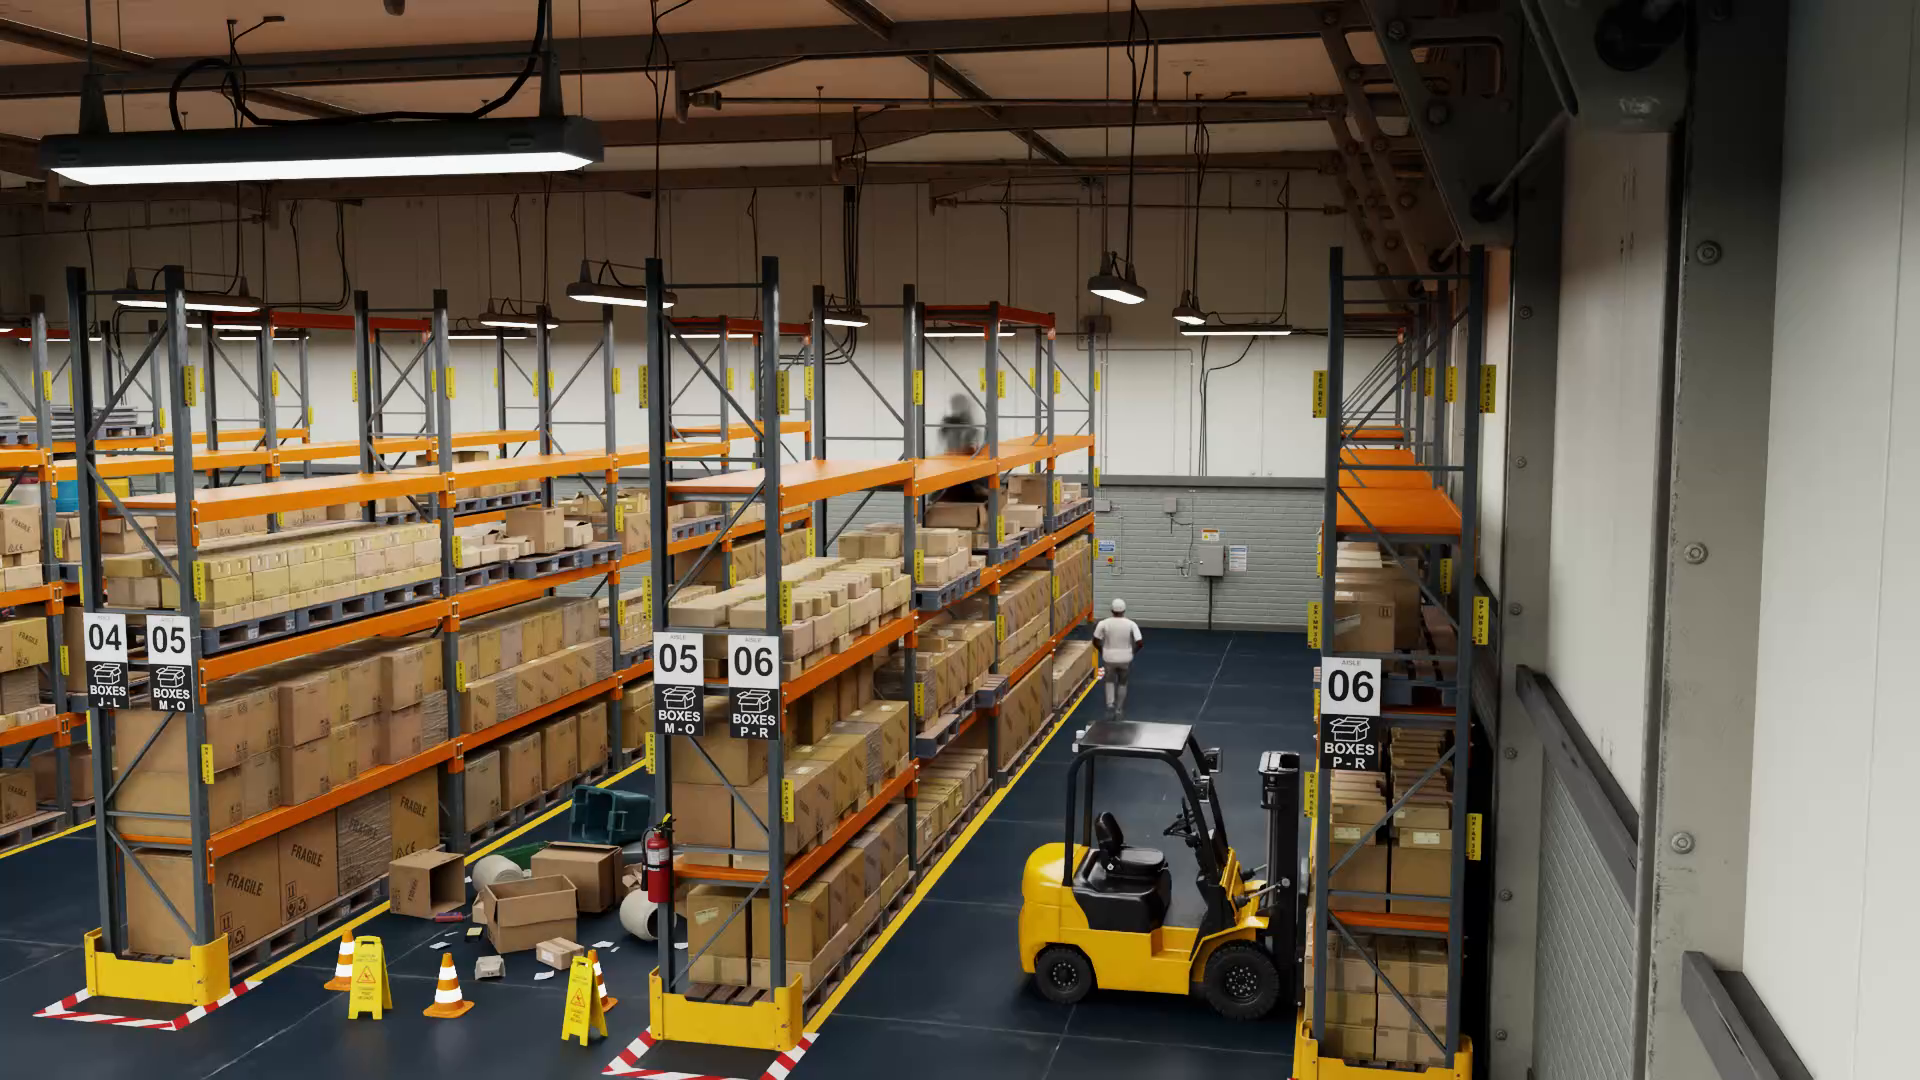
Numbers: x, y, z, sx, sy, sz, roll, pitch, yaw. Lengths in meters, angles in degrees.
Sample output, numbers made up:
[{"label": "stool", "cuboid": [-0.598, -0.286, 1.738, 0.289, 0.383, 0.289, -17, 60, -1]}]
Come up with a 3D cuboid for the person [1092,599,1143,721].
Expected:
[{"label": "person", "cuboid": [2.209, 1.673, 23.307, 0.696, 1.734, 0.560, 1, 6, 8]}]
